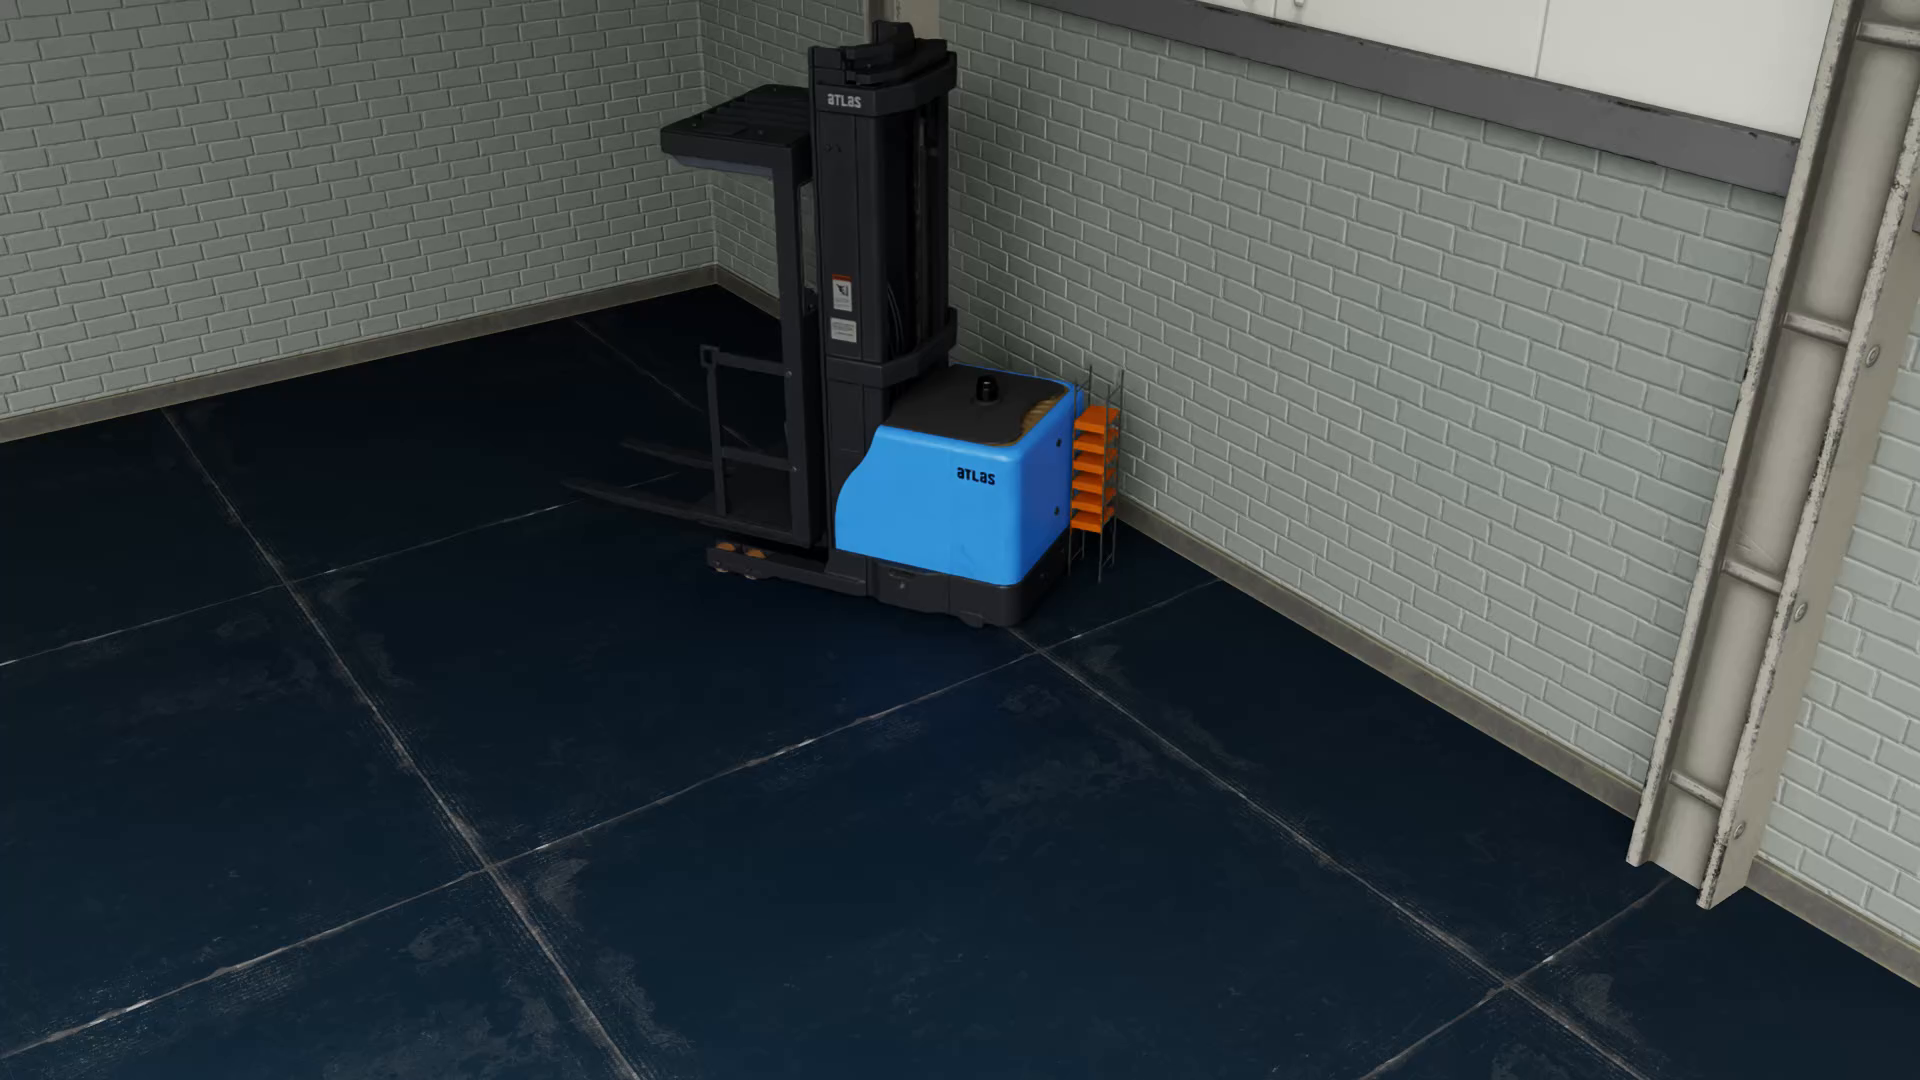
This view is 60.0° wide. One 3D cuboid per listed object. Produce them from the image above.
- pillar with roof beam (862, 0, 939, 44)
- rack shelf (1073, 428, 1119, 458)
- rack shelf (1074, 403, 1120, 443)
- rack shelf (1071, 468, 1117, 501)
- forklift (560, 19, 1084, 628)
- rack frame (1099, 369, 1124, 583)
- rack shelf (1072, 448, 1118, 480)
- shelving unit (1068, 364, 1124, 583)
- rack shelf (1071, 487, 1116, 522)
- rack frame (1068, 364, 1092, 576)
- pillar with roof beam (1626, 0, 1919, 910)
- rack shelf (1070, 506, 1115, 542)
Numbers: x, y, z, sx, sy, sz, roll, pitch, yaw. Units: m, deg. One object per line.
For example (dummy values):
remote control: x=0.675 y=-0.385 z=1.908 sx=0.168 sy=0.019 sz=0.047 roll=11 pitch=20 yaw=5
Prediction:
pillar with roof beam: x=-3.869 y=-3.675 z=7.088 sx=9.100 sy=9.000 sz=0.400 roll=-19 pitch=34 yaw=-31
rack shelf: x=0.745 y=-0.528 z=9.055 sx=0.180 sy=0.103 sz=0.258 roll=12 pitch=31 yaw=21
rack shelf: x=0.745 y=-0.633 z=8.998 sx=0.180 sy=0.103 sz=0.258 roll=12 pitch=31 yaw=21
rack shelf: x=0.745 y=-0.317 z=9.169 sx=0.180 sy=0.103 sz=0.258 roll=12 pitch=31 yaw=21
forklift: x=-0.872 y=-1.280 z=9.036 sx=3.031 sy=2.935 sz=1.130 roll=12 pitch=31 yaw=21
rack frame: x=0.828 y=-0.338 z=9.115 sx=0.006 sy=1.200 sz=0.240 roll=12 pitch=31 yaw=21
rack shelf: x=0.745 y=-0.422 z=9.112 sx=0.180 sy=0.103 sz=0.258 roll=12 pitch=31 yaw=21
shelving unit: x=0.745 y=-0.356 z=9.148 sx=0.189 sy=1.200 sz=0.258 roll=12 pitch=31 yaw=21
rack shelf: x=0.745 y=-0.211 z=9.227 sx=0.180 sy=0.103 sz=0.258 roll=12 pitch=31 yaw=21
rack frame: x=0.661 y=-0.374 z=9.182 sx=0.006 sy=1.200 sz=0.240 roll=12 pitch=31 yaw=21
pillar with roof beam: x=-0.389 y=-1.342 z=2.793 sx=9.100 sy=9.000 sz=0.400 roll=-19 pitch=34 yaw=-31
rack shelf: x=0.745 y=-0.106 z=9.284 sx=0.180 sy=0.103 sz=0.258 roll=12 pitch=31 yaw=21
